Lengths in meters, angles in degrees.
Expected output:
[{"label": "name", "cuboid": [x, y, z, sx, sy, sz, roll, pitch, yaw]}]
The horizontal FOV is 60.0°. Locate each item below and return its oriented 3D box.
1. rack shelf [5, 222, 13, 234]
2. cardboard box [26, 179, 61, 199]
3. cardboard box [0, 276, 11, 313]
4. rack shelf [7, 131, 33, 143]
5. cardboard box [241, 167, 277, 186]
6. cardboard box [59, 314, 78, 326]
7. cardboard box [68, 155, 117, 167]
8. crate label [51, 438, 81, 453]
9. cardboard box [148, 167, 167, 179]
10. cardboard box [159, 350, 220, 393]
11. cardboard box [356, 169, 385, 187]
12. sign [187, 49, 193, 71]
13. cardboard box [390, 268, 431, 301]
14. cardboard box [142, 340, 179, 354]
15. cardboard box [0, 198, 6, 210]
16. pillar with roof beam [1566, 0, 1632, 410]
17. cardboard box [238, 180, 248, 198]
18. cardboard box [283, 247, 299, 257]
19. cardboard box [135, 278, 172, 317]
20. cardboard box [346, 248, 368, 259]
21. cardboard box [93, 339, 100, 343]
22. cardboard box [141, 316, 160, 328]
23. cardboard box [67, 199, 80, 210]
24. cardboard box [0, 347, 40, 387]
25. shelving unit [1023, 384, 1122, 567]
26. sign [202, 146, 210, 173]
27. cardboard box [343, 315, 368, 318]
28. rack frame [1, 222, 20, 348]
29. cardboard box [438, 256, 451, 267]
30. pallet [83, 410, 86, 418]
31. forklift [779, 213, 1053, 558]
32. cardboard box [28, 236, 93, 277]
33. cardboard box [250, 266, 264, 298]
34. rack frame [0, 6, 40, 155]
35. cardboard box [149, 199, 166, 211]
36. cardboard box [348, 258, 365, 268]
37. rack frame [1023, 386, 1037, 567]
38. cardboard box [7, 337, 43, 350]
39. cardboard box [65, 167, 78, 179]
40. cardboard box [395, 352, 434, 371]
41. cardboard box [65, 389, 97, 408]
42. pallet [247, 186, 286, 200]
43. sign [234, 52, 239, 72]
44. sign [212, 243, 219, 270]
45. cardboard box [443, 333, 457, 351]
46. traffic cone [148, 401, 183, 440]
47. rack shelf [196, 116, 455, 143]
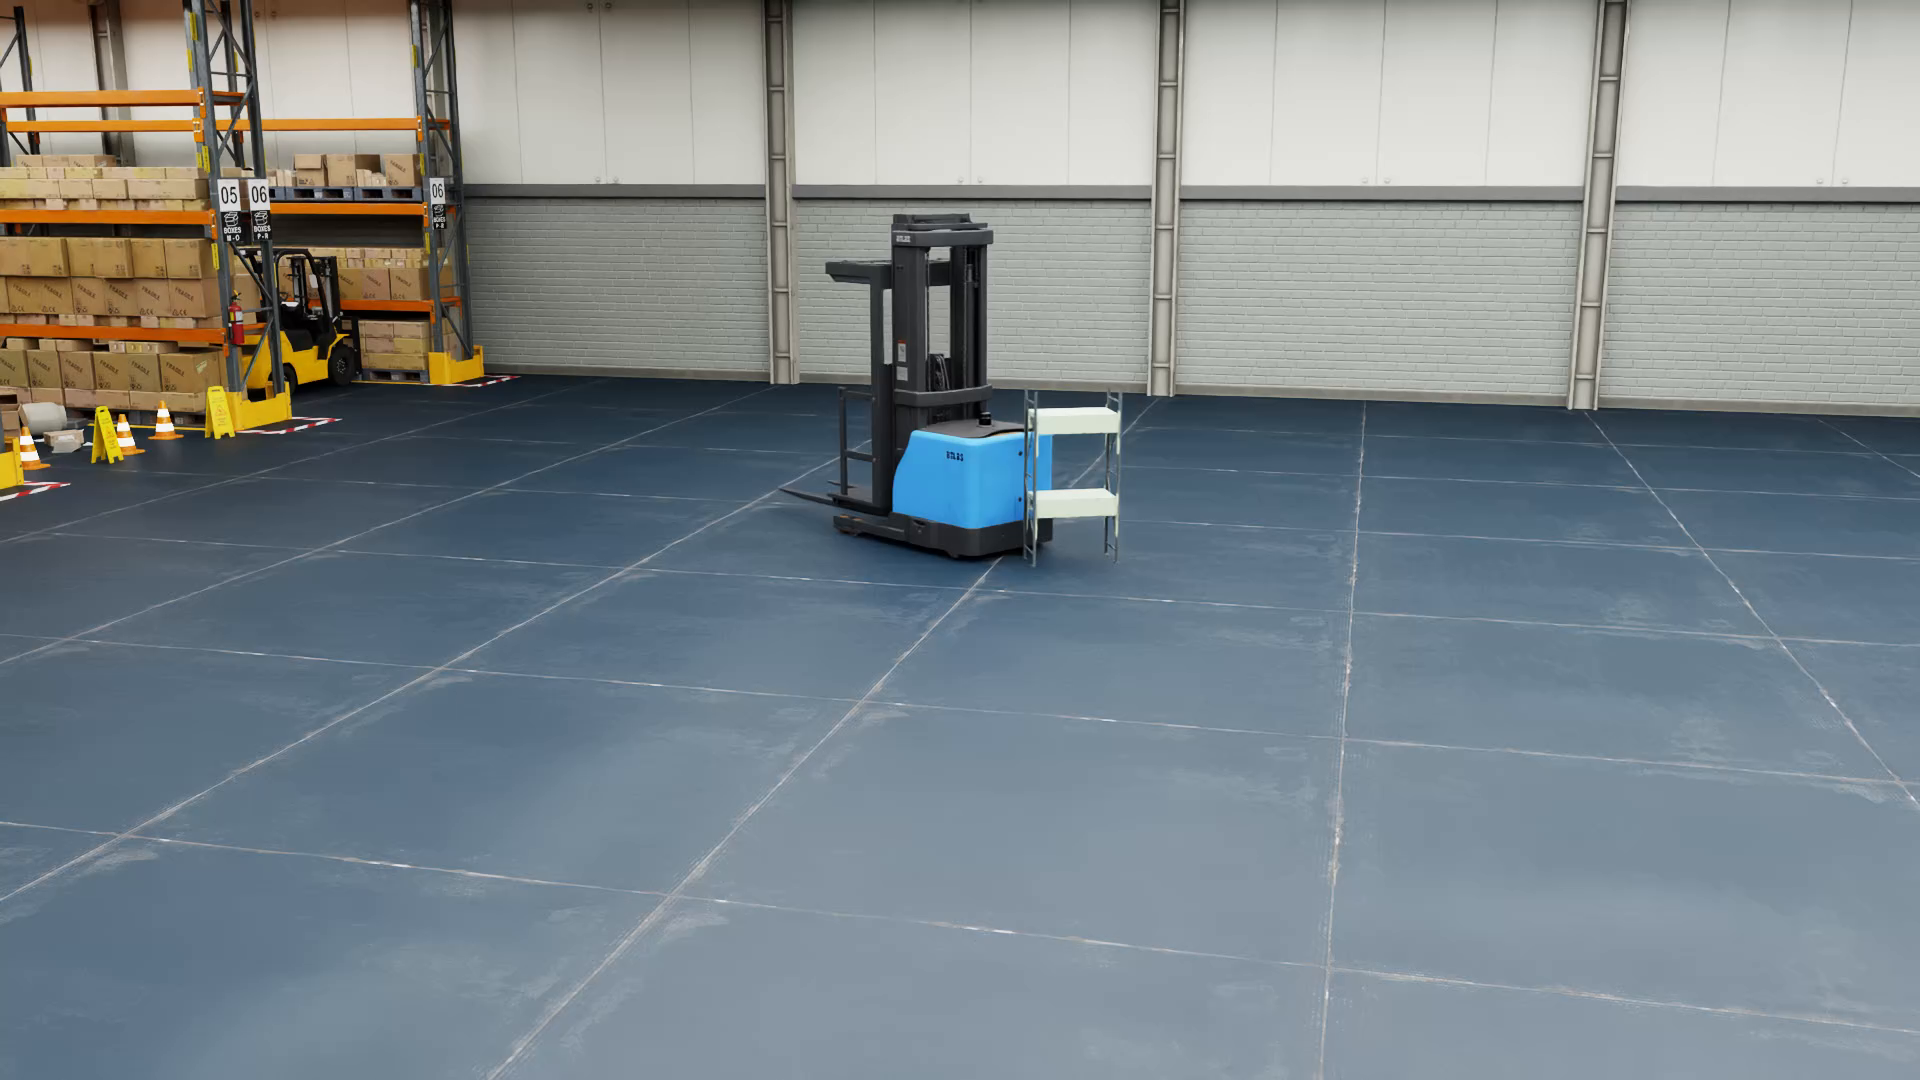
[{"label": "rack shelf", "cuboid": [-15.163, -4.435, 23.034, 4.000, 0.370, 1.077, 3, 13, 14]}, {"label": "cardboard box", "cuboid": [-11.874, -4.621, 21.869, 0.500, 0.250, 0.500, 3, 13, 14]}, {"label": "cardboard box", "cuboid": [-12.861, -3.331, 22.403, 0.500, 0.500, 0.500, 3, 13, 13]}, {"label": "rack shelf", "cuboid": [-17.861, -6.956, 28.394, 4.000, 0.370, 1.077, 3, 13, 14]}, {"label": "cardboard box", "cuboid": [-11.286, -5.842, 26.722, 0.500, 0.311, 0.500, 3, 13, 15]}, {"label": "cardboard box", "cuboid": [-11.753, -2.943, 22.155, 0.250, 0.149, 0.380, 3, 13, 14]}, {"label": "cardboard box", "cuboid": [-14.286, -6.095, 27.424, 0.500, 0.500, 0.500, 3, 13, 15]}, {"label": "crate label", "cuboid": [-10.778, -1.141, 20.059, 0.298, 0.136, 0.250, -4, 13, -16]}, {"label": "cardboard box", "cuboid": [-10.230, -4.728, 21.432, 0.250, 0.149, 0.380, 3, 13, 13]}, {"label": "cardboard box", "cuboid": [-10.178, -2.226, 21.989, 0.500, 0.500, 0.500, 3, 13, 14]}, {"label": "cardboard box", "cuboid": [-9.276, -5.699, 26.182, 0.258, 0.266, 0.396, 3, 13, 14]}, {"label": "sign", "cuboid": [-12.154, -7.571, 26.242, 0.005, 0.325, 0.100, 3, 13, 14]}, {"label": "cardboard box", "cuboid": [-8.693, -4.074, 26.439, 0.500, 0.500, 0.500, 3, 13, 12]}, {"label": "cardboard box", "cuboid": [-10.551, -2.548, 21.941, 0.250, 0.149, 0.380, 3, 13, 15]}, {"label": "cardboard box", "cuboid": [-12.737, -4.466, 22.094, 0.250, 0.149, 0.380, 3, 13, 14]}, {"label": "pillar with roof beam", "cuboid": [7.832, -5.370, 18.660, 0.400, 9.000, 9.100, 3, 13, 14]}, {"label": "cardboard box", "cuboid": [-9.762, -4.629, 21.907, 0.500, 0.250, 0.500, 3, 13, 13]}, {"label": "cardboard box", "cuboid": [-10.788, -4.645, 26.830, 0.250, 0.149, 0.380, 3, 13, 13]}, {"label": "cardboard box", "cuboid": [-10.416, -3.202, 21.822, 0.500, 0.500, 0.500, 3, 13, 14]}, {"label": "cardboard box", "cuboid": [-9.561, -4.572, 26.502, 0.250, 0.149, 0.380, 3, 13, 15]}, {"label": "cardboard box", "cuboid": [-14.681, -3.448, 28.362, 0.625, 0.625, 0.875, 3, 13, 15]}, {"label": "cardboard box", "cuboid": [-10.526, -2.877, 21.856, 0.250, 0.149, 0.380, 3, 13, 15]}, {"label": "cardboard box", "cuboid": [-11.478, -4.412, 21.848, 0.250, 0.149, 0.380, 3, 13, 14]}, {"label": "cardboard box", "cuboid": [-12.713, -2.359, 22.591, 0.500, 0.500, 0.500, 4, 13, 16]}, {"label": "shelving unit", "cuboid": [0.960, -0.557, 14.281, 0.755, 1.500, 0.431, -2, 13, -10]}, {"label": "sign", "cuboid": [-9.490, -4.792, 20.936, 0.005, 0.325, 0.100, 3, 13, 14]}, {"label": "cardboard box", "cuboid": [-10.038, -3.551, 27.386, 0.500, 0.250, 0.500, 3, 13, 12]}, {"label": "rack frame", "cuboid": [-13.221, -3.218, 22.813, 0.127, 3.000, 1.000, 3, 13, 14]}, {"label": "cardboard box", "cuboid": [-8.419, -4.492, 26.827, 0.250, 0.149, 0.380, 3, 13, 12]}, {"label": "pallet", "cuboid": [-12.561, -1.829, 22.992, 1.213, 0.211, 1.003, 3, 13, 14]}, {"label": "forklift", "cuboid": [-0.534, -1.531, 15.369, 1.130, 2.935, 3.031, -11, 17, -41]}, {"label": "cardboard box", "cuboid": [-11.874, -3.769, 22.070, 0.500, 0.500, 0.700, 3, 13, 12]}, {"label": "cardboard box", "cuboid": [-11.158, -4.209, 27.051, 0.500, 0.500, 0.500, 3, 13, 15]}, {"label": "rack frame", "cuboid": [-15.919, -7.398, 27.805, 0.127, 3.000, 1.000, 3, 13, 14]}, {"label": "cardboard box", "cuboid": [-10.251, -4.339, 21.520, 0.250, 0.149, 0.380, 3, 13, 15]}, {"label": "cardboard box", "cuboid": [-9.557, -4.432, 26.555, 0.250, 0.149, 0.380, 3, 13, 12]}, {"label": "rack frame", "cuboid": [0.600, -0.543, 14.217, 0.023, 1.500, 0.400, -2, 13, -10]}, {"label": "cardboard box", "cuboid": [-12.606, -2.657, 22.434, 0.250, 0.149, 0.380, 3, 13, 14]}, {"label": "cardboard box", "cuboid": [-11.465, -4.801, 21.761, 0.250, 0.149, 0.380, 3, 13, 15]}, {"label": "cardboard box", "cuboid": [-8.684, -2.875, 26.646, 0.500, 0.250, 0.500, 3, 13, 14]}, {"label": "cardboard box", "cuboid": [-11.676, -1.941, 22.436, 0.500, 0.250, 0.500, 3, 13, 13]}, {"label": "pallet", "cuboid": [-11.201, -5.644, 27.029, 1.213, 0.211, 1.003, 3, 13, 14]}, {"label": "sign", "cuboid": [-11.879, -7.840, 27.271, 0.005, 0.325, 0.100, 3, 13, 14]}, {"label": "sign", "cuboid": [-9.490, -3.614, 21.197, 0.005, 0.325, 0.100, 3, 13, 14]}, {"label": "cardboard box", "cuboid": [-8.559, -3.229, 27.088, 0.500, 0.250, 0.500, 3, 13, 15]}, {"label": "traffic cone", "cuboid": [-10.064, -1.523, 21.030, 0.334, 0.463, 0.336, 3, 13, 14]}, {"label": "rack shelf", "cuboid": [-10.094, -6.541, 26.523, 4.000, 0.370, 1.077, 3, 13, 14]}]
